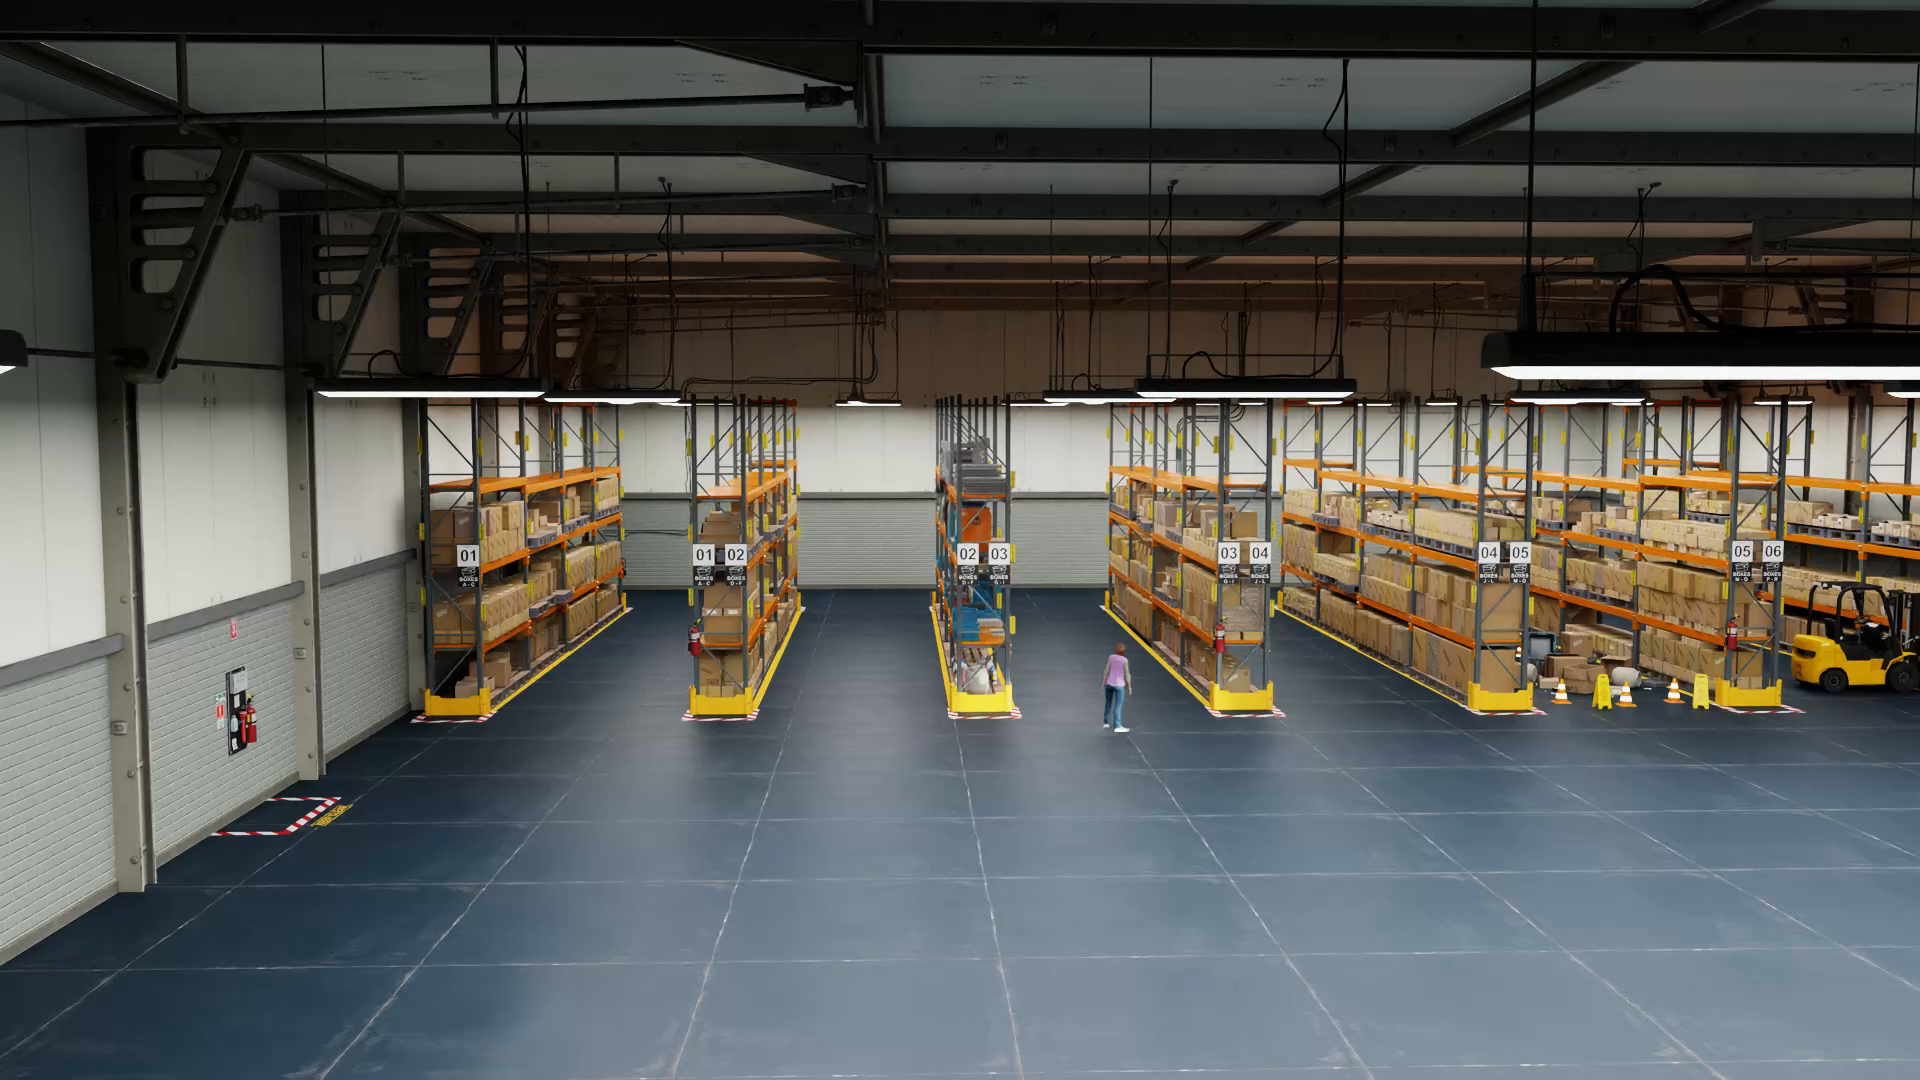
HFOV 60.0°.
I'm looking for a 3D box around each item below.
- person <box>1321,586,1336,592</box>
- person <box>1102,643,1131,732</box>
[{"bbox_3d":[10.794,1.056,48.717,1.004,1.615,0.566,2,5,20],"label":"person"},{"bbox_3d":[2.737,2.613,29.591,0.605,1.605,0.459,3,6,36],"label":"person"}]
